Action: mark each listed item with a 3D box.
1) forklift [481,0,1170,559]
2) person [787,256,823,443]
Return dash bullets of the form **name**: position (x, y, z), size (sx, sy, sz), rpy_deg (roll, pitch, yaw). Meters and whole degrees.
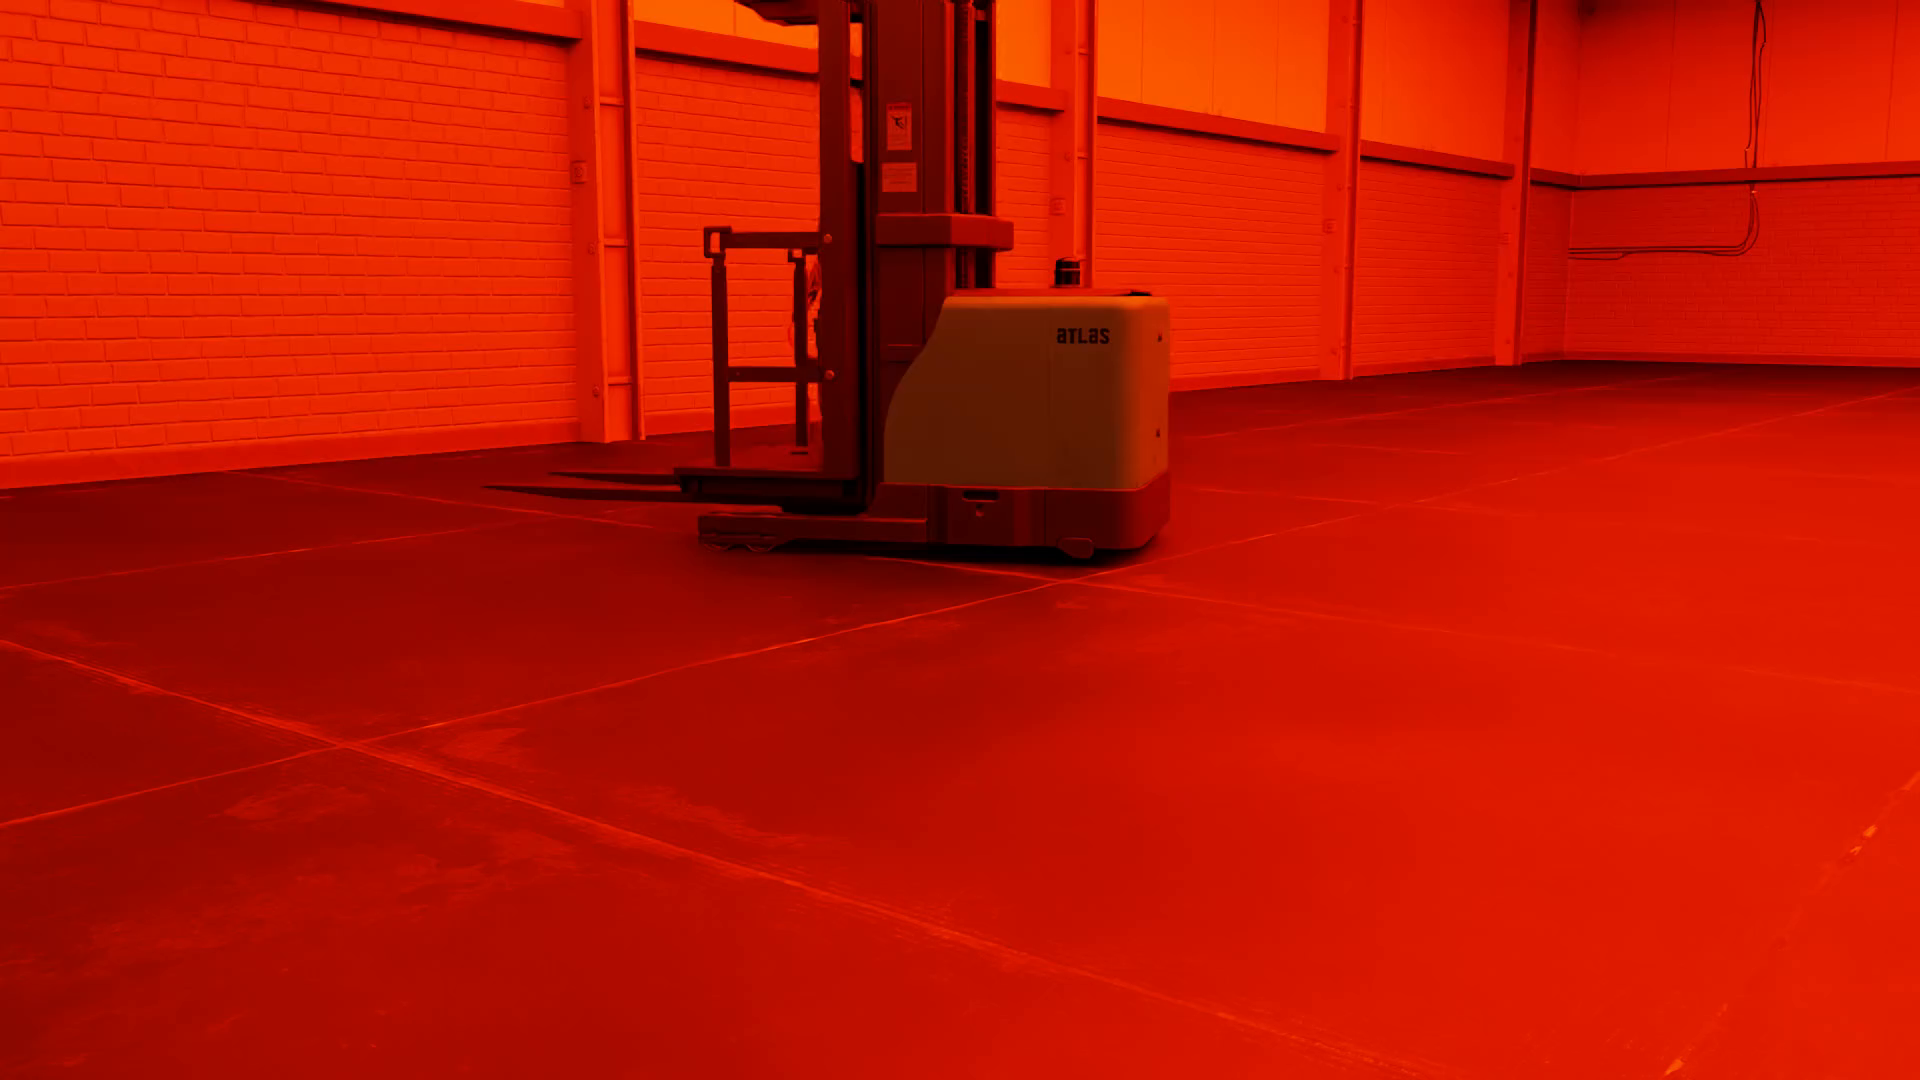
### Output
- **forklift**: position (-0.625, -1.466, 7.300), size (3.031, 2.935, 1.130), rpy_deg (2, 9, 14)
- **person**: position (-0.718, -1.345, 11.030), size (0.872, 1.701, 0.451), rpy_deg (1, 8, 4)
